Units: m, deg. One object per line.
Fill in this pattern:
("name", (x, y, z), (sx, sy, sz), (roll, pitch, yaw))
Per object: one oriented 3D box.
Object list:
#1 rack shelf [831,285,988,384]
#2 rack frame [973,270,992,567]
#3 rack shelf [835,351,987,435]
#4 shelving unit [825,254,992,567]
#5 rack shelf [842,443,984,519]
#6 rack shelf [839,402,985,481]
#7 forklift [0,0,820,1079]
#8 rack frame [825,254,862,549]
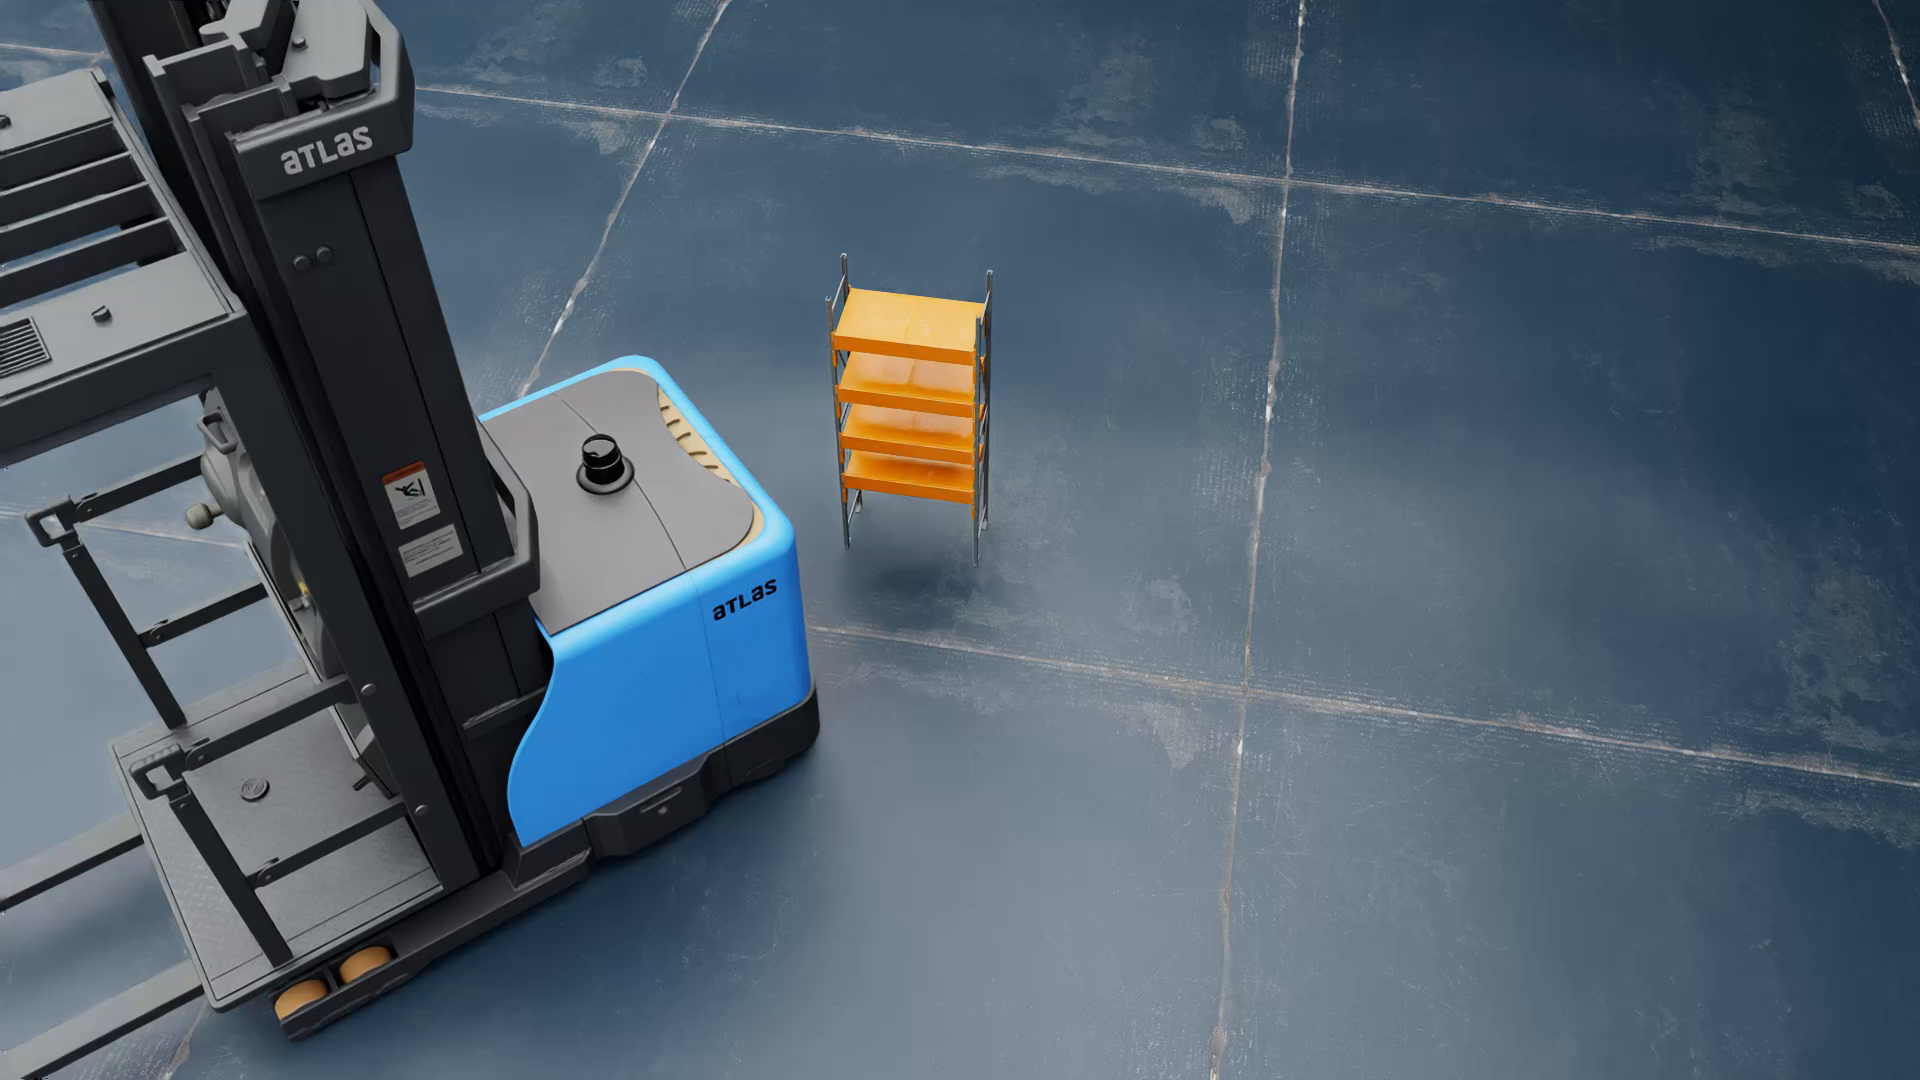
("rack shelf", (-0.163, -0.686, 5.531), (0.480, 0.148, 0.258), (8, 49, 7))
("rack frame", (0.077, -0.391, 5.794), (0.015, 1.200, 0.240), (8, 49, 7))
("rack shelf", (-0.163, -0.527, 5.707), (0.480, 0.148, 0.258), (8, 49, 7))
("shelving unit", (-0.163, -0.423, 5.823), (0.503, 1.200, 0.258), (8, 49, 7))
("rack shelf", (-0.163, -0.245, 6.021), (0.480, 0.148, 0.258), (8, 49, 7))
("rack shelf", (-0.163, -0.378, 5.873), (0.480, 0.148, 0.258), (8, 49, 7))
("forklift", (-1.976, 0.029, 4.253), (3.031, 2.935, 1.130), (-27, 53, -22))
("rack frame", (-0.403, -0.455, 5.852), (0.015, 1.200, 0.240), (8, 49, 7))
